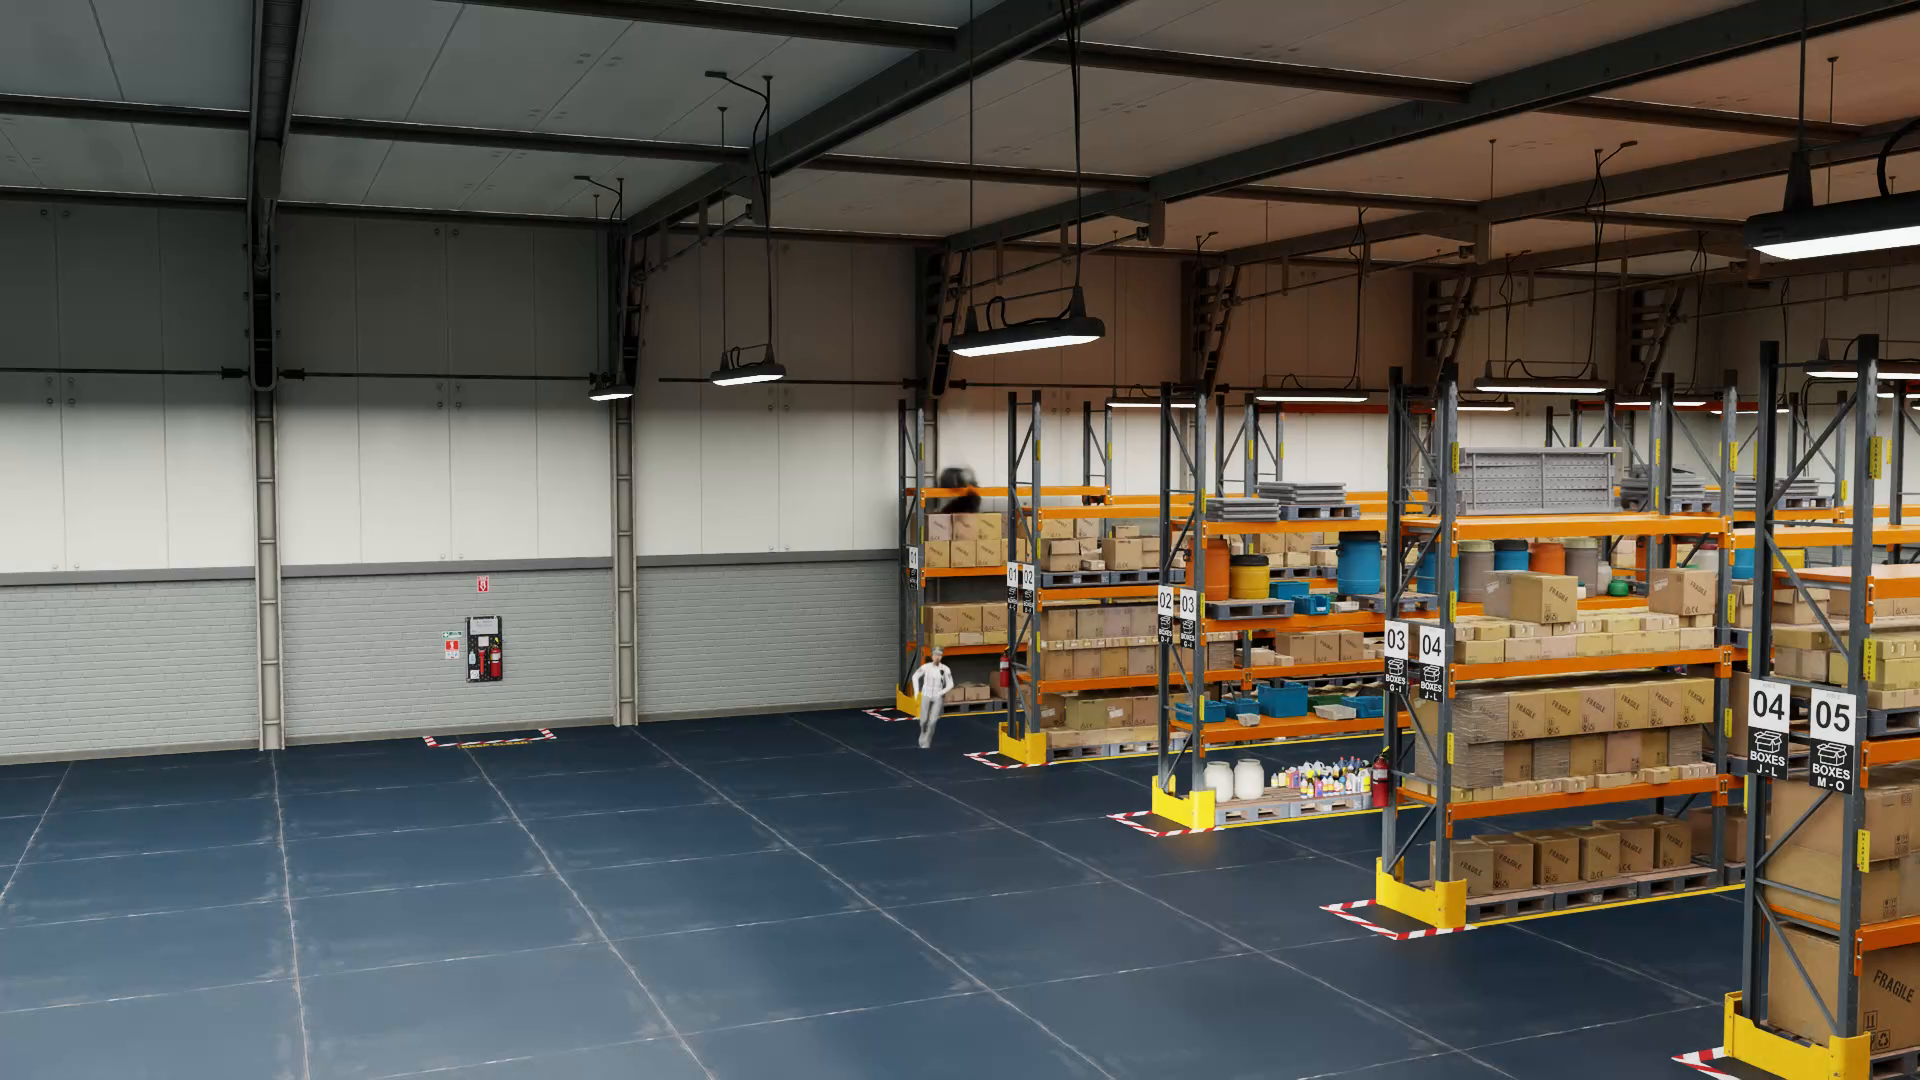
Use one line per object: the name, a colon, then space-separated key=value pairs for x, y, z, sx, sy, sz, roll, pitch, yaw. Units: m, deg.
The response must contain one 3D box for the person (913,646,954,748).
person: x=-0.426 y=2.503 z=26.489 sx=0.657 sy=1.625 sz=0.470 roll=0 pitch=3 yaw=-1
